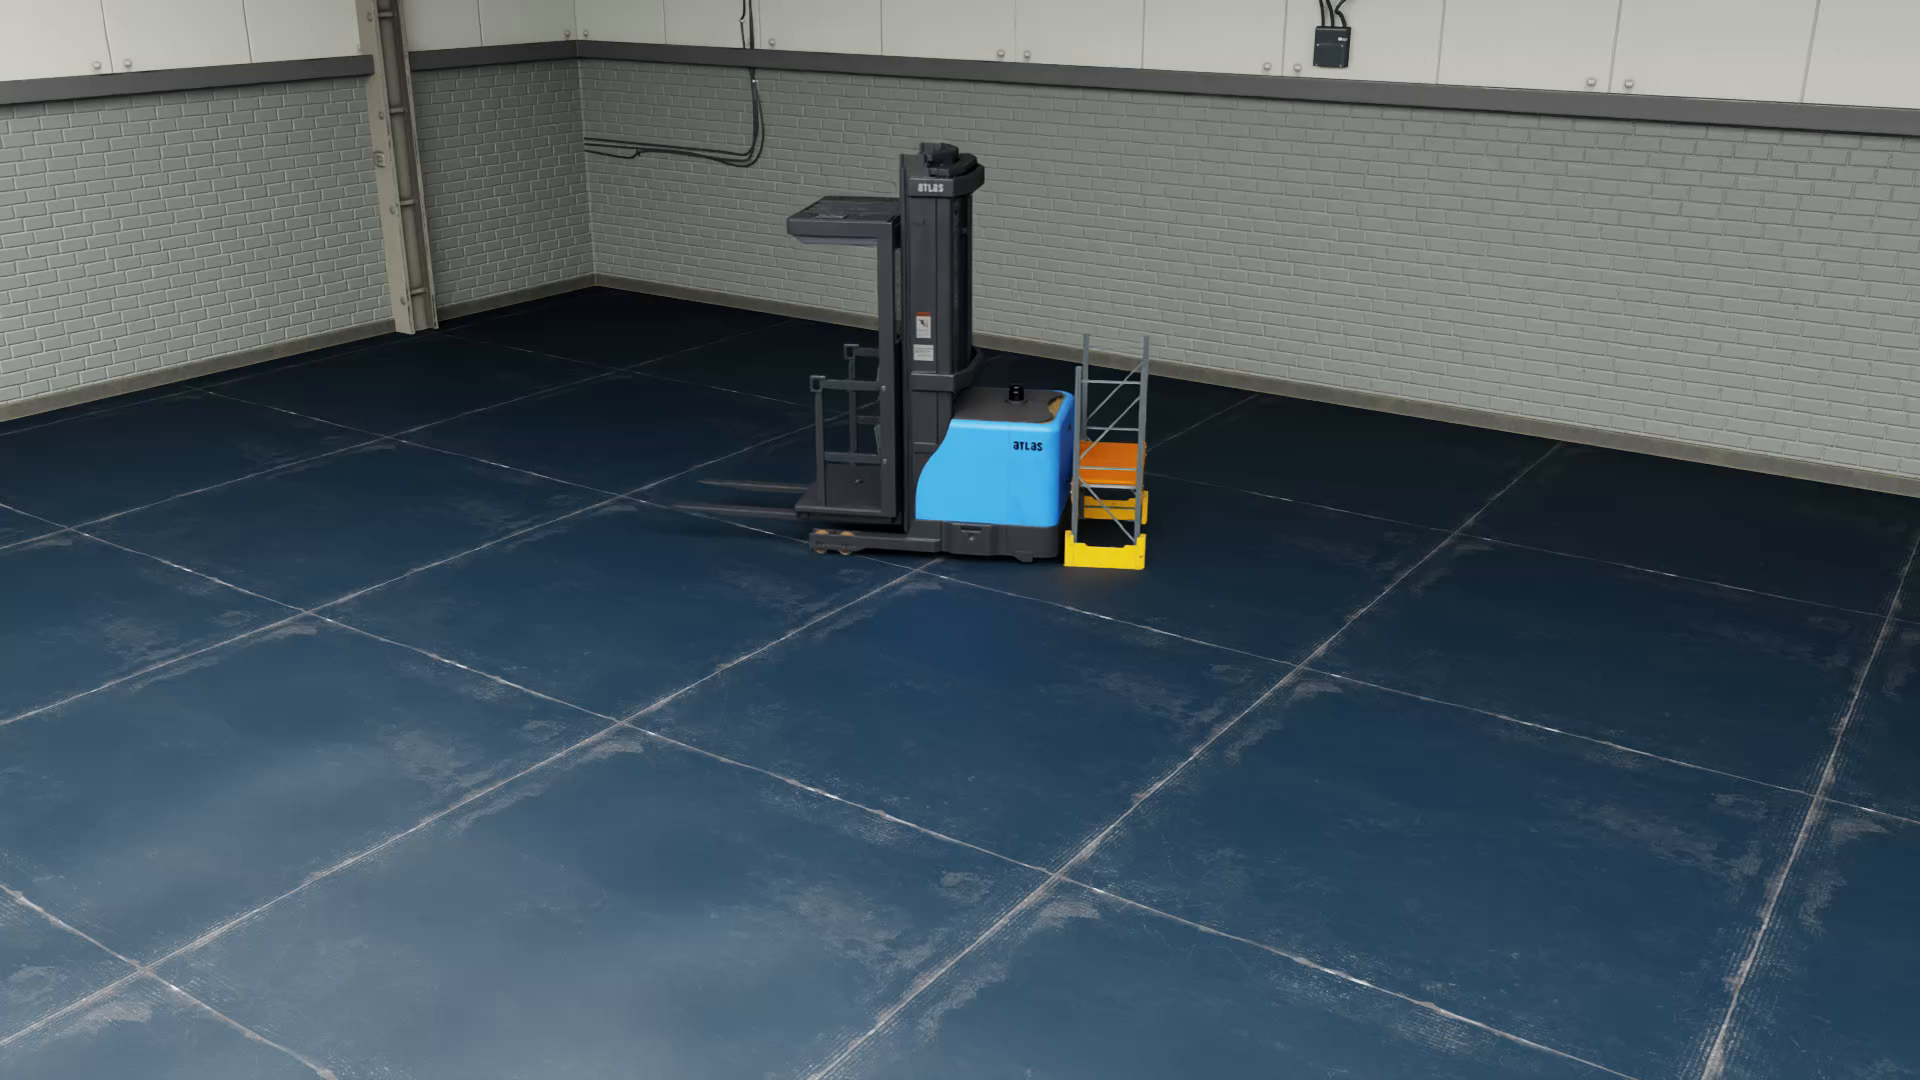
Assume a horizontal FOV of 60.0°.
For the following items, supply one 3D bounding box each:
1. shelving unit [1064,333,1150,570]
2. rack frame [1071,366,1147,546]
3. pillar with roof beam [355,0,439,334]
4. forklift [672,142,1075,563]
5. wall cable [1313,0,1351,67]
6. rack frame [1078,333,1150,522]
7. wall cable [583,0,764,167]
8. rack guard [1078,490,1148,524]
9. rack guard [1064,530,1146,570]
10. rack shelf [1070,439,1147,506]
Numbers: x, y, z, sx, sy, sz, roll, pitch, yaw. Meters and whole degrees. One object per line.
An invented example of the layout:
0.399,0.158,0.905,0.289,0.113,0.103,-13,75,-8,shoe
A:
1.127,-0.684,12.450,0.587,1.500,1.083,3,20,7,shelving unit
1.066,-0.512,11.986,0.500,1.500,0.032,3,20,7,rack frame
-2.781,-5.839,15.579,9.100,9.000,0.400,13,24,32,pillar with roof beam
-0.677,-1.443,12.442,3.031,2.935,1.130,4,21,10,forklift
4.251,-7.005,13.829,2.305,6.003,0.169,13,24,32,wall cable
1.191,-0.862,12.932,0.500,1.500,0.032,3,20,7,rack frame
-3.591,-5.810,19.976,3.097,2.526,0.112,13,24,32,wall cable
1.187,-0.269,13.131,0.587,0.250,0.087,3,20,7,rack guard
1.064,0.073,12.204,0.587,0.250,0.087,3,20,7,rack guard
1.128,-0.519,12.521,0.538,0.185,1.000,3,20,7,rack shelf
